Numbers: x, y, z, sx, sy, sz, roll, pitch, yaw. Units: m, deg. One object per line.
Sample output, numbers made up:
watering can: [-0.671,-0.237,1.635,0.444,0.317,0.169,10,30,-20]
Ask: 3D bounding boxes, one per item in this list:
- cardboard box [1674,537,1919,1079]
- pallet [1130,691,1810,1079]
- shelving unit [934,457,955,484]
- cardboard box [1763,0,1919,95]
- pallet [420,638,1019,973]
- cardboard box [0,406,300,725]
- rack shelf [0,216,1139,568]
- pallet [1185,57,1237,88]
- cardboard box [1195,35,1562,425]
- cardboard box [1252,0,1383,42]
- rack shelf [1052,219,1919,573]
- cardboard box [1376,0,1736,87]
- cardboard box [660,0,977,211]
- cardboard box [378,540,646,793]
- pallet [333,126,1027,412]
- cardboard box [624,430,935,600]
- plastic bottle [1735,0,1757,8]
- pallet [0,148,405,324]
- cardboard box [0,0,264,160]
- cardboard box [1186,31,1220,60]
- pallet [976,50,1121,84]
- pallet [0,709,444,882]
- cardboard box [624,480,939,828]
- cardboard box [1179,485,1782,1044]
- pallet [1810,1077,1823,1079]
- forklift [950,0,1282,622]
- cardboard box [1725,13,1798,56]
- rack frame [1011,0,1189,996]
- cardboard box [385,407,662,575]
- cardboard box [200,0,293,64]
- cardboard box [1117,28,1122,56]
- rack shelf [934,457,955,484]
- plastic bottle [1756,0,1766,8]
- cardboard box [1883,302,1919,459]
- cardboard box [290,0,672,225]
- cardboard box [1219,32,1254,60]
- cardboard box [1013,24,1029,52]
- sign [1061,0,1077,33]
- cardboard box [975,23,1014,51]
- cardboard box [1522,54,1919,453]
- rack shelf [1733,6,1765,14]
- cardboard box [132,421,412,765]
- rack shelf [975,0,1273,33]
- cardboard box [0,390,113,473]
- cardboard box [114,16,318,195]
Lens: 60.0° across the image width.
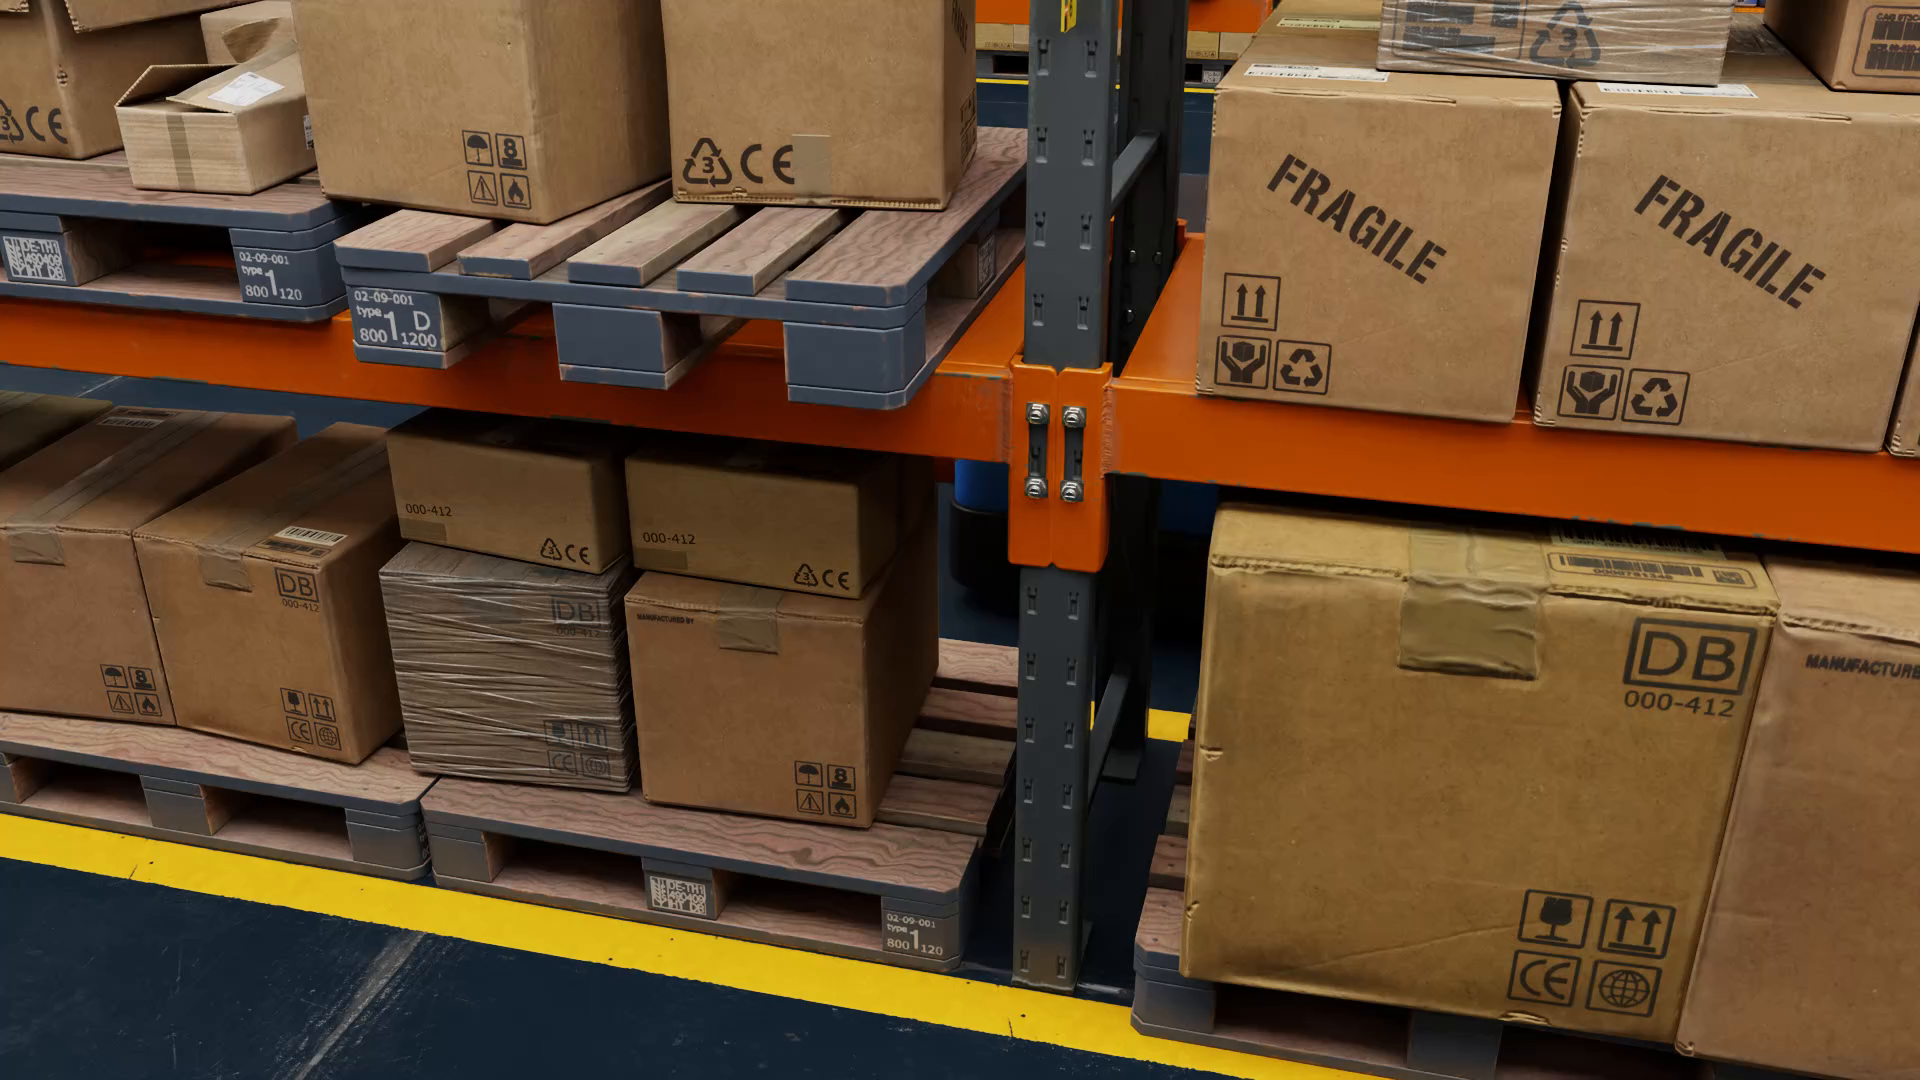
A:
cardboard box: [1.814,0.296,3.123,0.875,0.875,1.225,6,26,13]
pallet: [1.035,0.720,3.493,1.213,0.211,1.003,6,26,13]
shelving unit: [-0.065,-0.482,5.041,0.252,1.050,0.215,7,26,14]
cardboard box: [1.624,-0.997,2.572,0.637,0.503,0.797,7,26,14]
pallet: [-0.467,0.520,3.913,1.213,0.211,1.003,6,26,13]
cardboard box: [-1.996,0.040,4.073,0.500,0.500,0.700,4,26,9]
rack shelf: [-1.647,-0.545,3.741,4.000,0.370,1.077,6,26,13]
pallet: [1.973,-3.624,12.617,1.213,0.211,1.003,6,26,13]
cardboard box: [0.693,-0.535,2.768,0.500,0.500,0.500,7,26,15]
cardboard box: [0.829,-0.751,3.221,0.500,0.500,0.500,7,26,15]
rack shelf: [2.227,-0.116,2.842,4.000,0.370,1.077,6,26,13]
cardboard box: [0.994,-1.068,2.721,0.637,0.503,0.797,7,26,15]
cardboard box: [-0.243,-0.931,3.112,0.500,0.500,0.500,3,26,7]
cardboard box: [-0.905,0.157,3.826,0.500,0.500,0.700,4,26,9]
pallet: [-0.427,-0.601,3.245,1.003,0.211,1.213,6,26,13]
cardboard box: [-0.367,-0.123,3.543,0.500,0.250,0.500,7,26,15]
plastic bottle: [3.205,-2.332,6.803,0.135,0.276,0.152,6,26,13]
pallet: [-1.638,-0.764,3.587,1.213,0.211,1.003,6,26,13]
cardboard box: [-1.882,-1.173,3.615,0.637,0.503,0.797,9,27,18]
cardboard box: [1.690,-3.736,12.317,0.500,0.250,0.500,6,26,12]
pallet: [0.795,-3.756,12.893,1.213,0.211,1.003,6,26,13]
pallet: [-1.645,0.388,4.189,1.213,0.211,1.003,6,26,13]
cardboard box: [-0.364,0.211,3.713,0.500,0.500,0.700,5,26,10]
cardboard box: [0.953,0.197,3.330,0.875,0.875,1.225,5,26,11]
pallet: [2.212,0.851,3.217,1.213,0.211,1.003,6,26,13]
forklift: [1.546,-1.178,4.315,3.031,2.935,1.130,7,26,14]
cardboard box: [1.311,-0.695,3.104,0.500,0.500,0.500,6,26,13]
rack frame: [0.290,-0.655,3.137,0.127,3.000,1.000,6,26,13]
cardboard box: [-0.883,-0.176,3.653,0.500,0.250,0.500,9,27,19]
cardboard box: [-1.276,-1.052,3.657,0.500,0.250,0.500,6,26,12]
cardboard box: [1.204,-3.791,12.433,0.500,0.250,0.500,7,26,14]
rack shelf: [-0.065,-0.221,5.165,0.240,0.259,0.215,7,26,14]
plastic bottle: [3.359,-2.347,6.747,0.185,0.351,0.144,6,26,13]
cardboard box: [1.690,-0.427,2.542,0.500,0.500,0.500,6,26,12]
cardboard box: [-0.809,-0.949,3.150,0.500,0.500,0.700,10,27,21]
cardboard box: [2.190,-3.682,12.204,0.500,0.250,0.500,7,26,14]
cardboard box: [0.705,-3.845,12.546,0.500,0.250,0.500,7,26,14]
sign: [0.164,-0.915,2.428,0.005,0.325,0.100,6,26,13]
cardboard box: [0.213,-3.899,12.661,0.500,0.250,0.500,6,26,11]
cardboard box: [1.193,-0.481,2.654,0.500,0.500,0.500,6,26,12]
rack shelf: [3.460,-2.178,7.173,4.000,0.370,1.077,6,26,13]
cardboard box: [-1.455,0.099,3.948,0.500,0.500,0.700,9,27,17]
rack shelf: [-0.414,-2.607,8.072,4.000,0.370,1.077,6,26,13]
cardboard box: [-2.538,-0.020,4.198,0.500,0.500,0.700,6,26,13]
cardboard box: [-1.393,-0.850,3.214,0.258,0.266,0.396,6,26,12]
